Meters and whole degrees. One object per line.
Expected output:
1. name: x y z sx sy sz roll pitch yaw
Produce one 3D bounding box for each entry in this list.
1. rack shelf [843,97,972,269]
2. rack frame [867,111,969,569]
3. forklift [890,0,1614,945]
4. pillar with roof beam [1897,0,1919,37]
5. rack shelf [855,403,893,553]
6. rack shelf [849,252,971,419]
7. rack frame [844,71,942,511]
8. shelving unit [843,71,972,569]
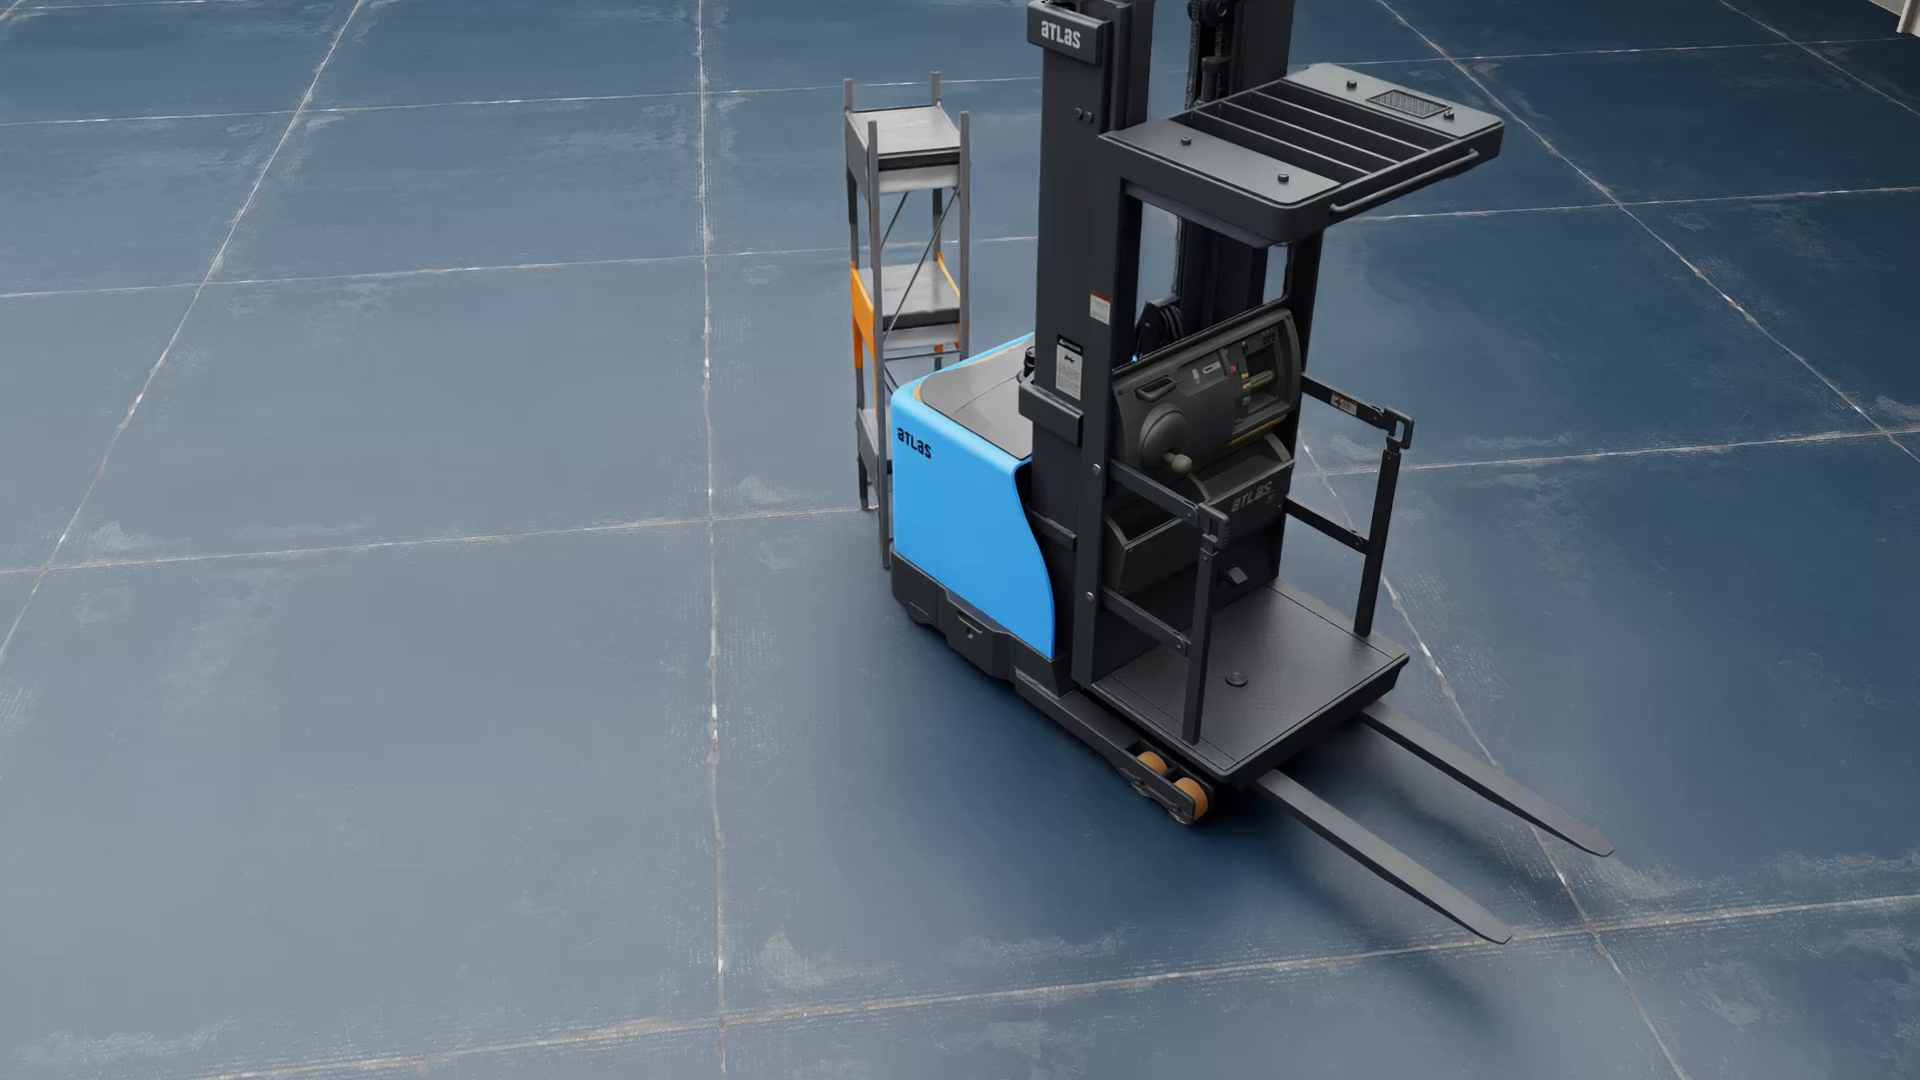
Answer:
1. rack shelf: -0.220 -1.470 6.823 0.431 0.518 0.480 -8 35 -12
2. rack frame: -0.160 -0.769 7.014 0.400 2.100 0.015 -8 35 -12
3. forklift: 1.039 -0.479 5.850 1.130 2.935 3.031 -26 42 -32
4. pillar with roof beam: 3.838 -7.606 10.920 9.100 9.000 0.400 -4 35 -6
5. rack shelf: -0.220 -0.313 7.612 0.431 0.518 0.480 -8 35 -12
6. rack shelf: -0.220 -0.891 7.217 0.431 0.518 0.480 -8 35 -12
7. rack frame: -0.279 -1.036 7.405 0.400 2.100 0.015 -8 35 -12
8. shelving unit: -0.220 -0.902 7.210 0.431 2.100 0.503 -8 35 -12
